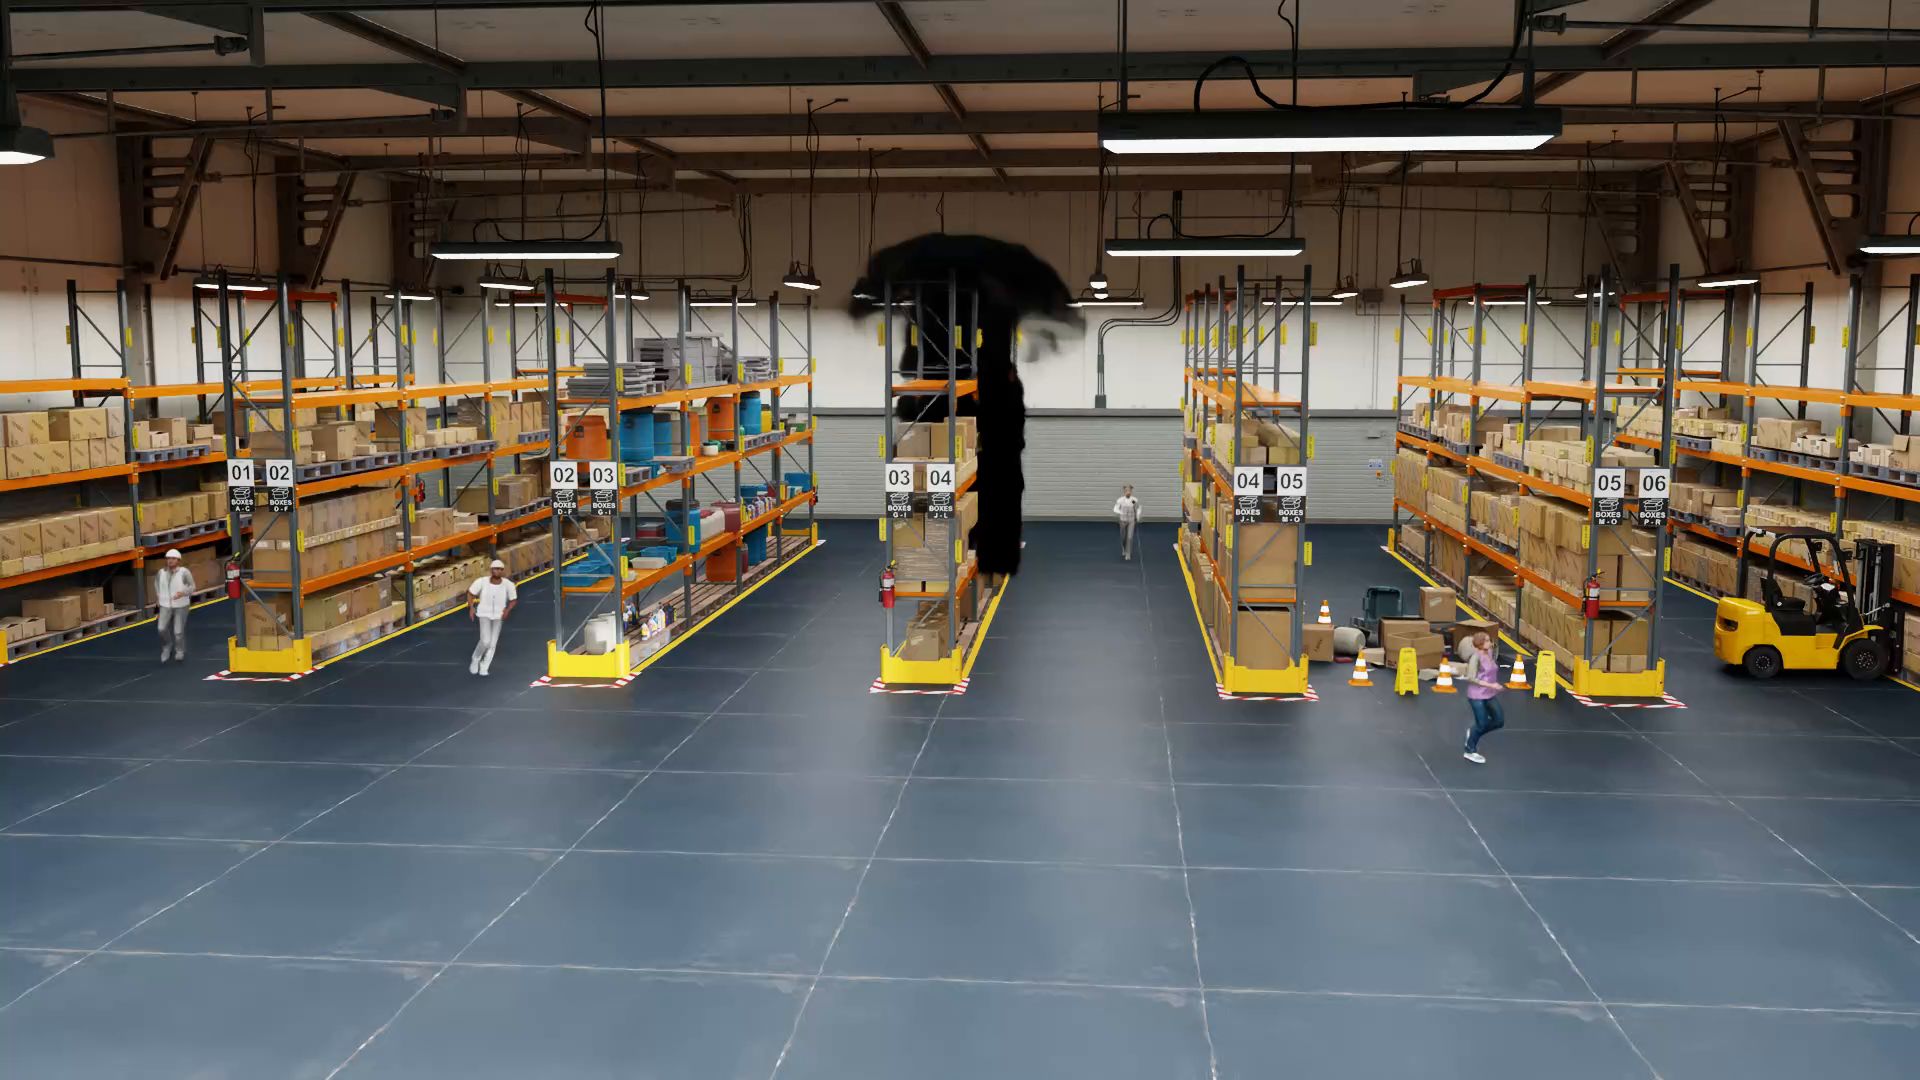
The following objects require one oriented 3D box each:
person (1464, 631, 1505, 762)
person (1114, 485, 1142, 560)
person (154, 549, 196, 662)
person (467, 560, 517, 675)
[{"bbox_3d":[6.198,1.856,19.619,0.528,1.562,0.531,-6,9,-41],"label":"person"},{"bbox_3d":[3.797,-0.415,37.670,0.632,1.685,0.783,1,7,8],"label":"person"},{"bbox_3d":[-12.164,1.019,25.739,0.661,1.757,0.671,-1,7,-10],"label":"person"},{"bbox_3d":[-6.932,1.151,24.714,0.719,1.710,0.557,-3,8,-26],"label":"person"}]
